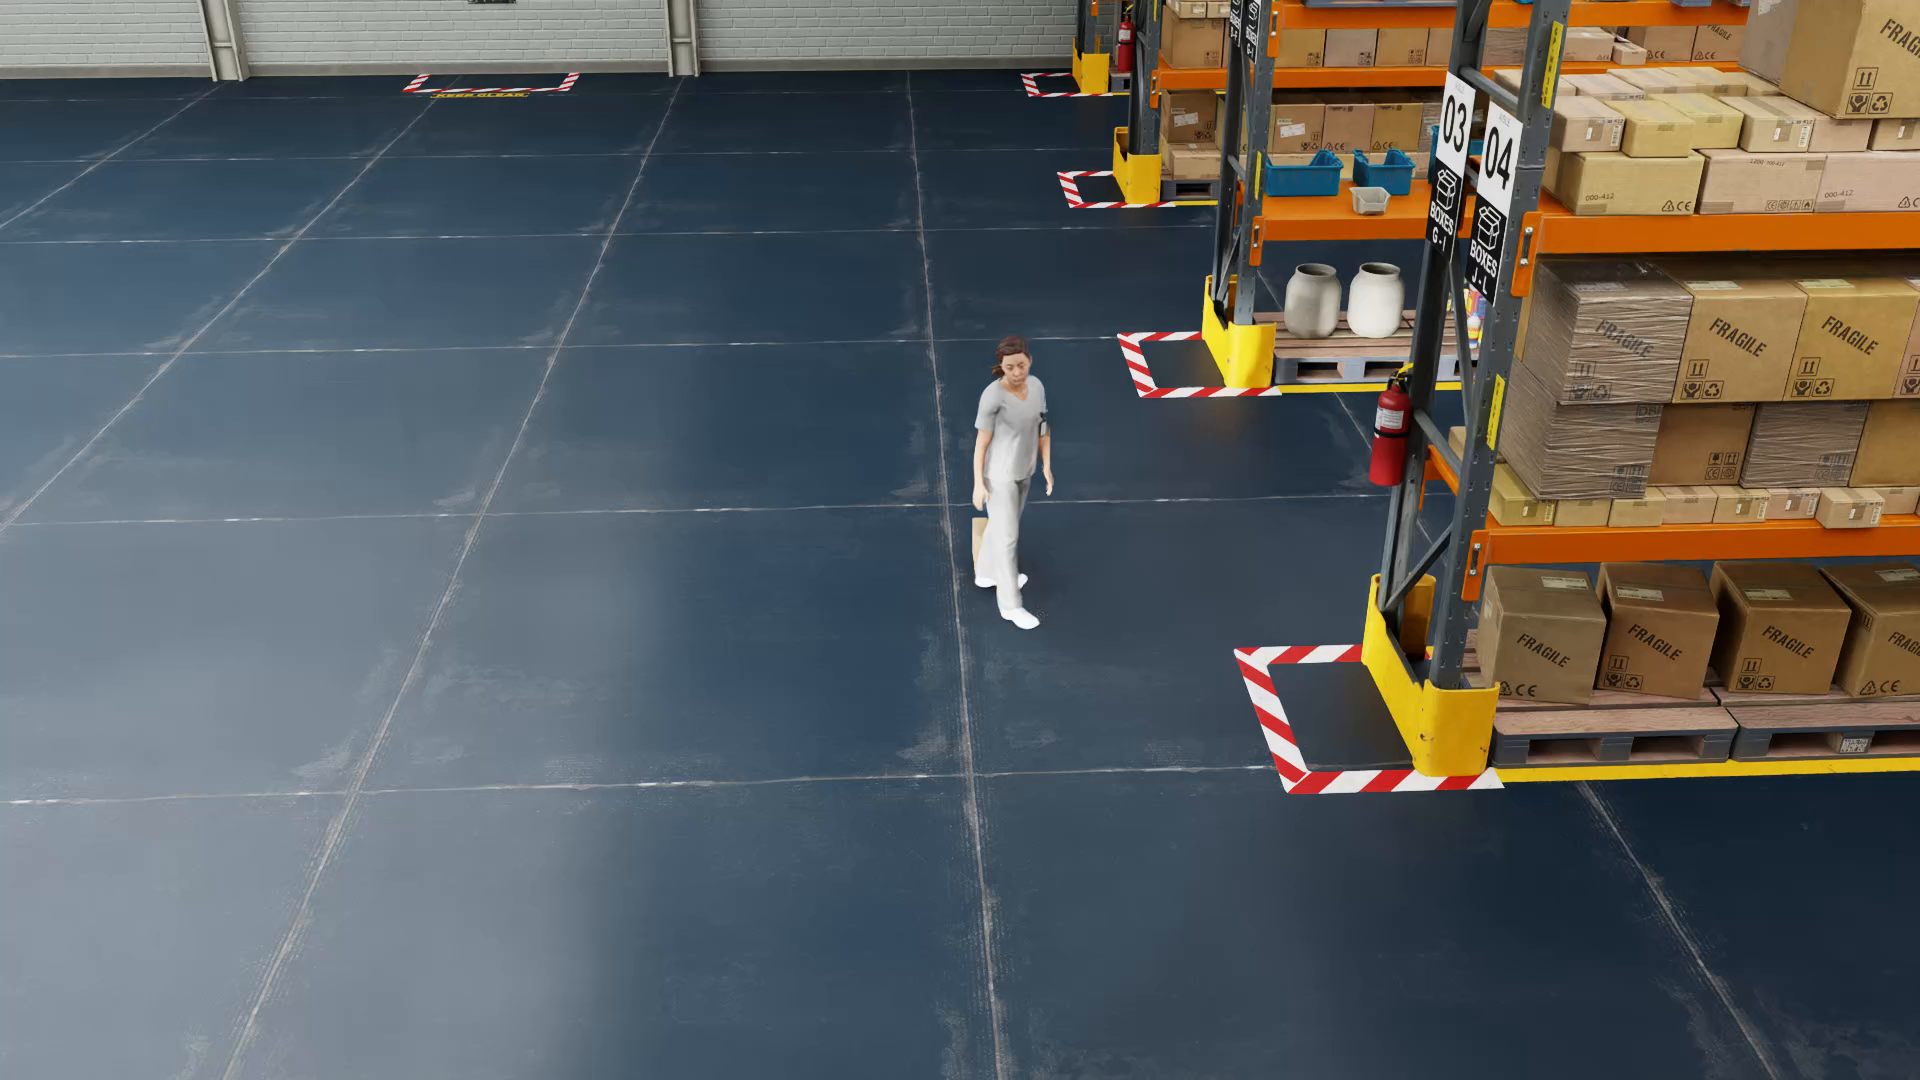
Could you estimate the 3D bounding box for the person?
[{"bbox_3d":[0.293,-0.357,9.266,0.651,1.661,0.518,24,36,38],"label":"person"}]
